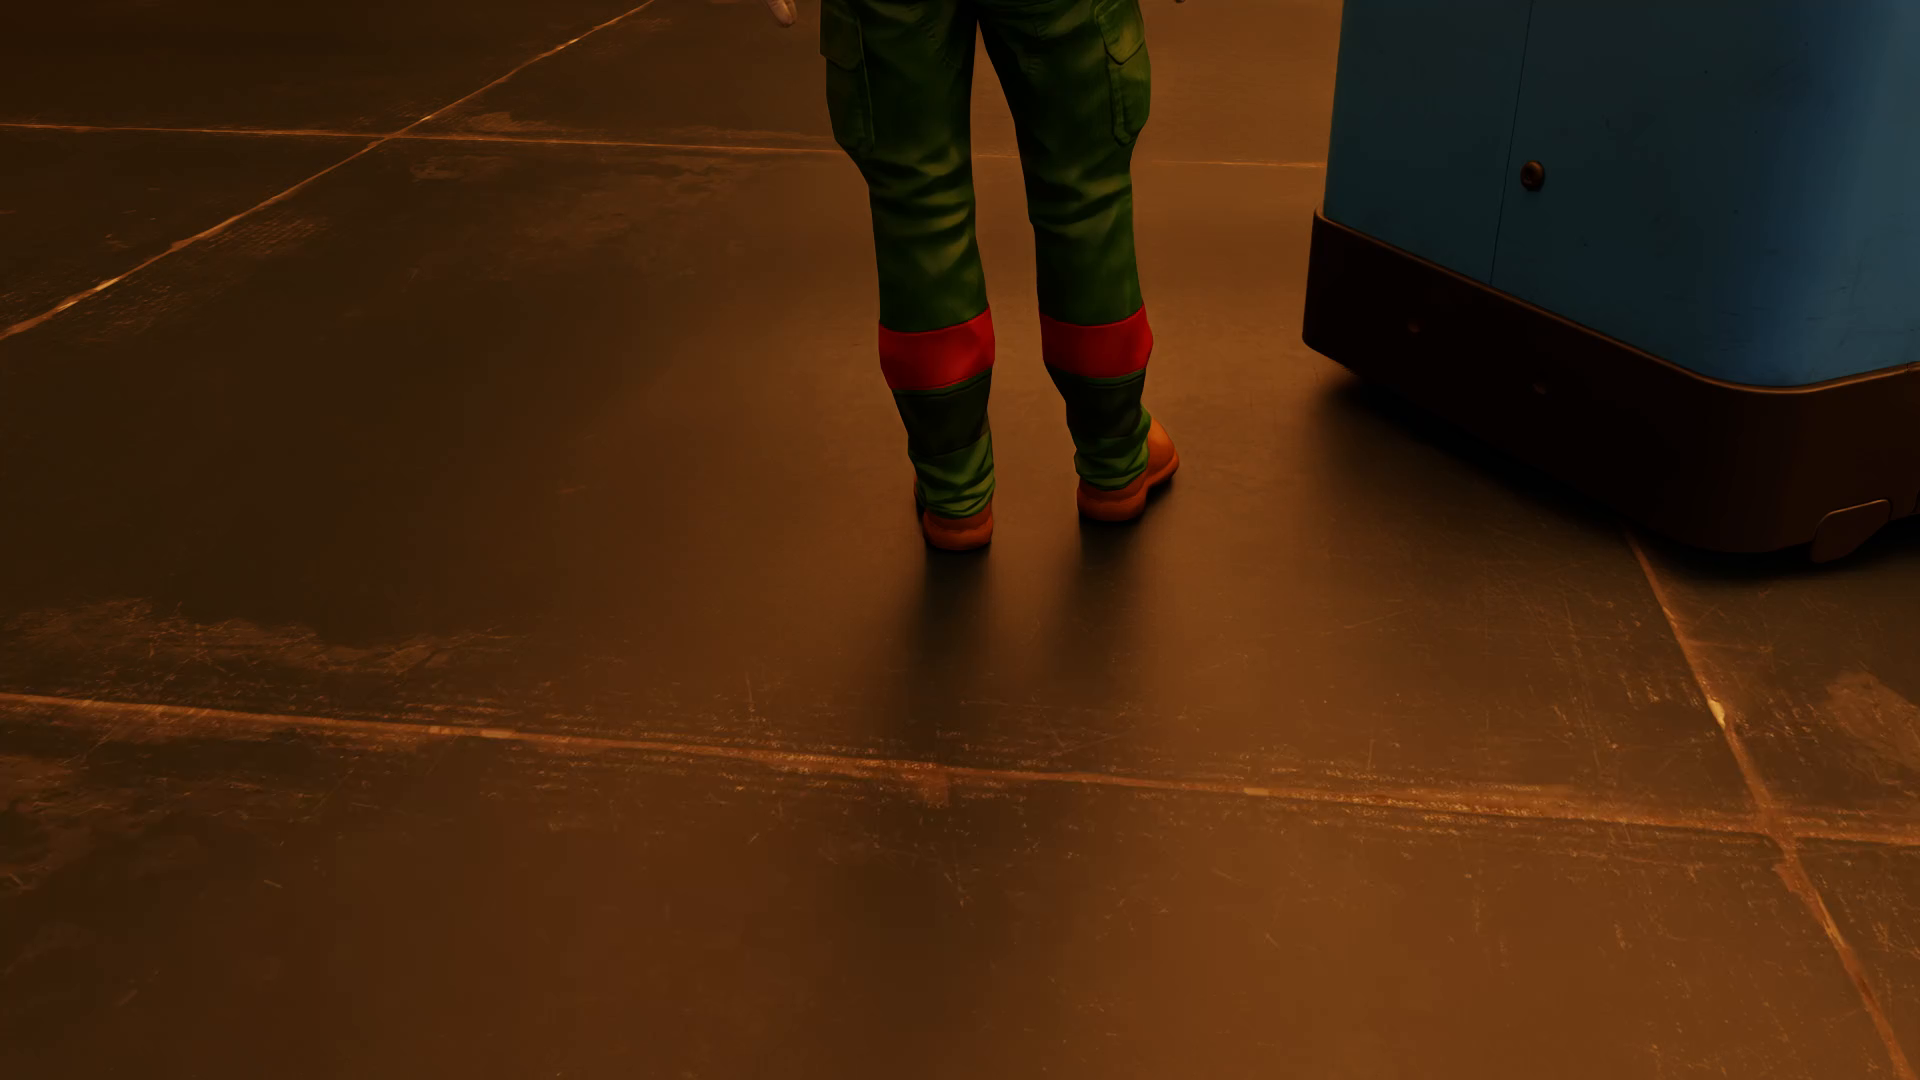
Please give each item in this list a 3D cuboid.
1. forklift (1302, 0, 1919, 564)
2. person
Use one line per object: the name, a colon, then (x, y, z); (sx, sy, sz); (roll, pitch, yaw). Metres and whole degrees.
forklift: (2.196, -1.704, 2.633); (3.031, 2.935, 1.130); (-11, 29, -22)
person: (0.023, -0.842, 2.168); (0.637, 1.790, 0.562); (3, 27, 7)
